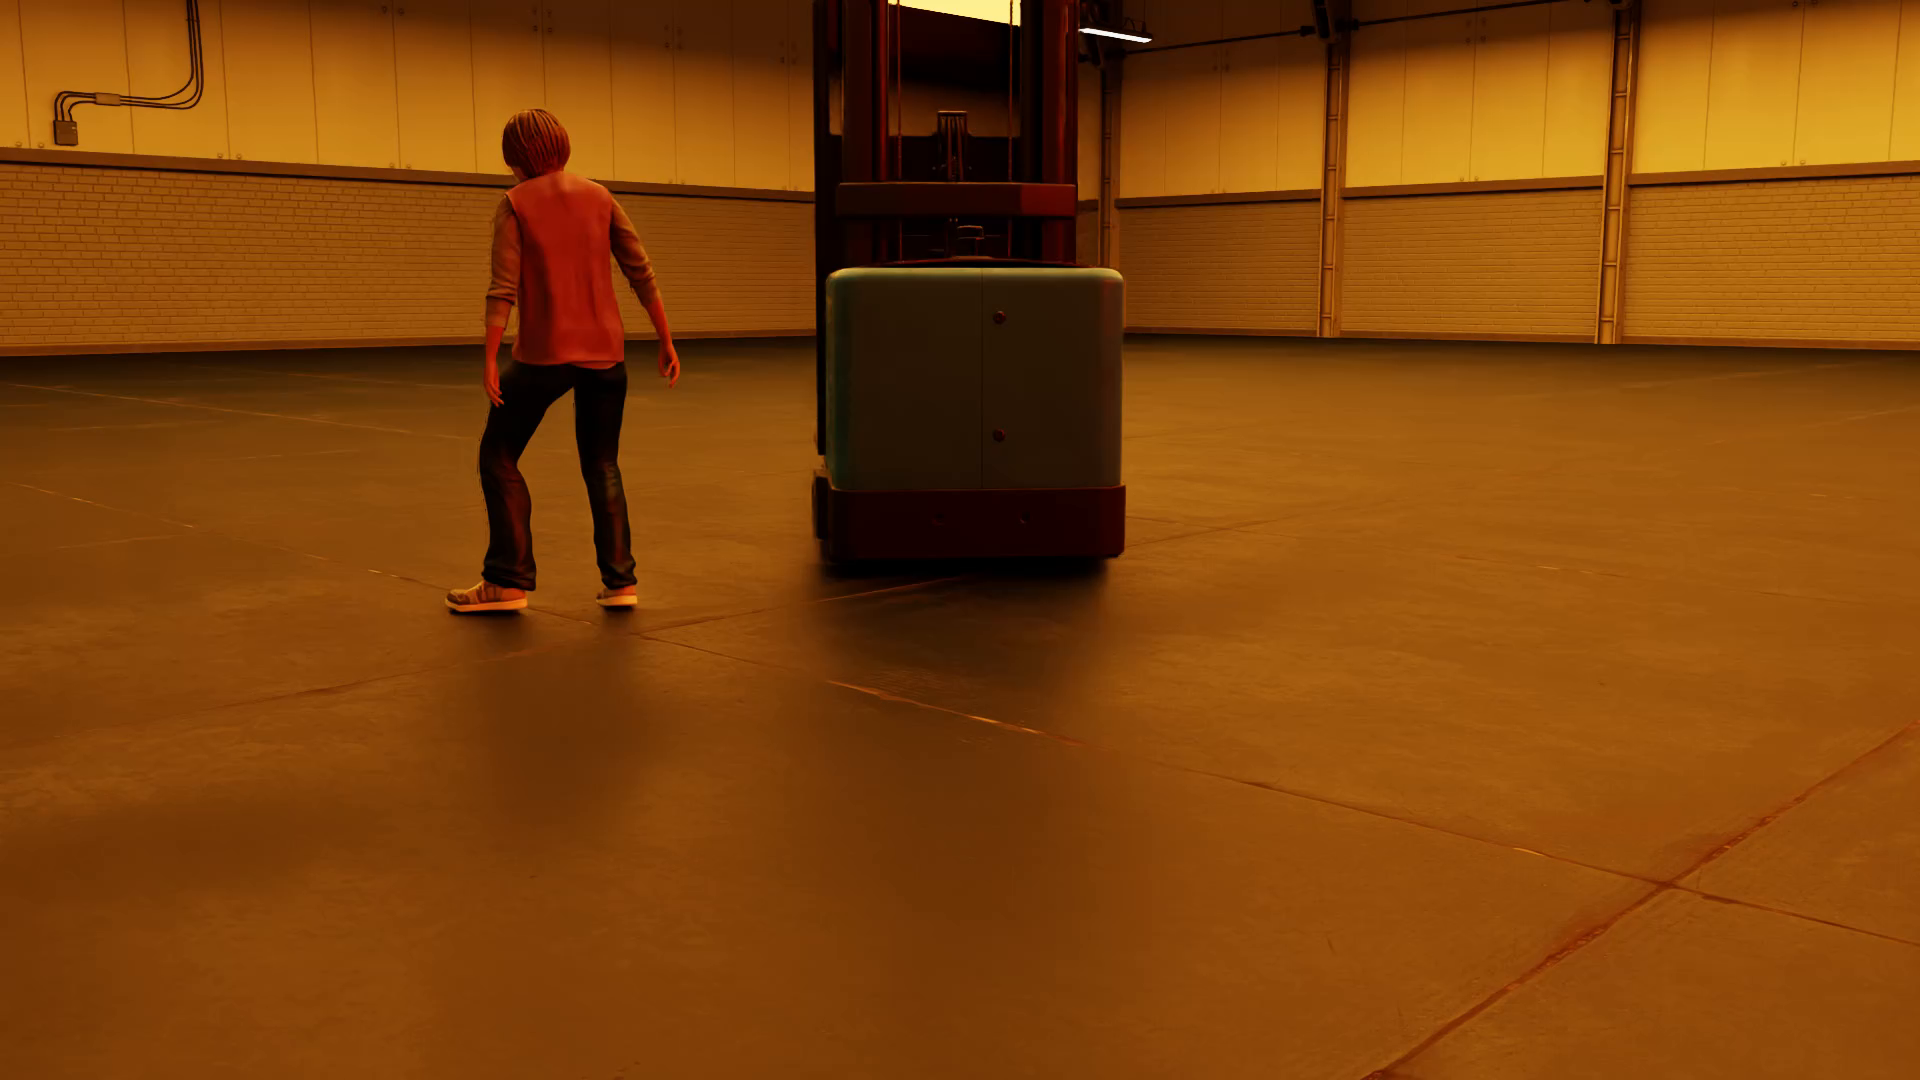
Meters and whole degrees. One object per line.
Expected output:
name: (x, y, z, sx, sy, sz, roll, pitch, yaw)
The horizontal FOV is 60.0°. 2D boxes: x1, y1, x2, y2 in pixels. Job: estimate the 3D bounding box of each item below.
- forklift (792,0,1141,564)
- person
forklift: (-0.142, -1.540, 7.103, 1.130, 2.935, 3.031, -2, 9, -11)
person: (-1.240, -0.553, 5.190, 0.729, 1.568, 0.391, -6, 10, -33)
